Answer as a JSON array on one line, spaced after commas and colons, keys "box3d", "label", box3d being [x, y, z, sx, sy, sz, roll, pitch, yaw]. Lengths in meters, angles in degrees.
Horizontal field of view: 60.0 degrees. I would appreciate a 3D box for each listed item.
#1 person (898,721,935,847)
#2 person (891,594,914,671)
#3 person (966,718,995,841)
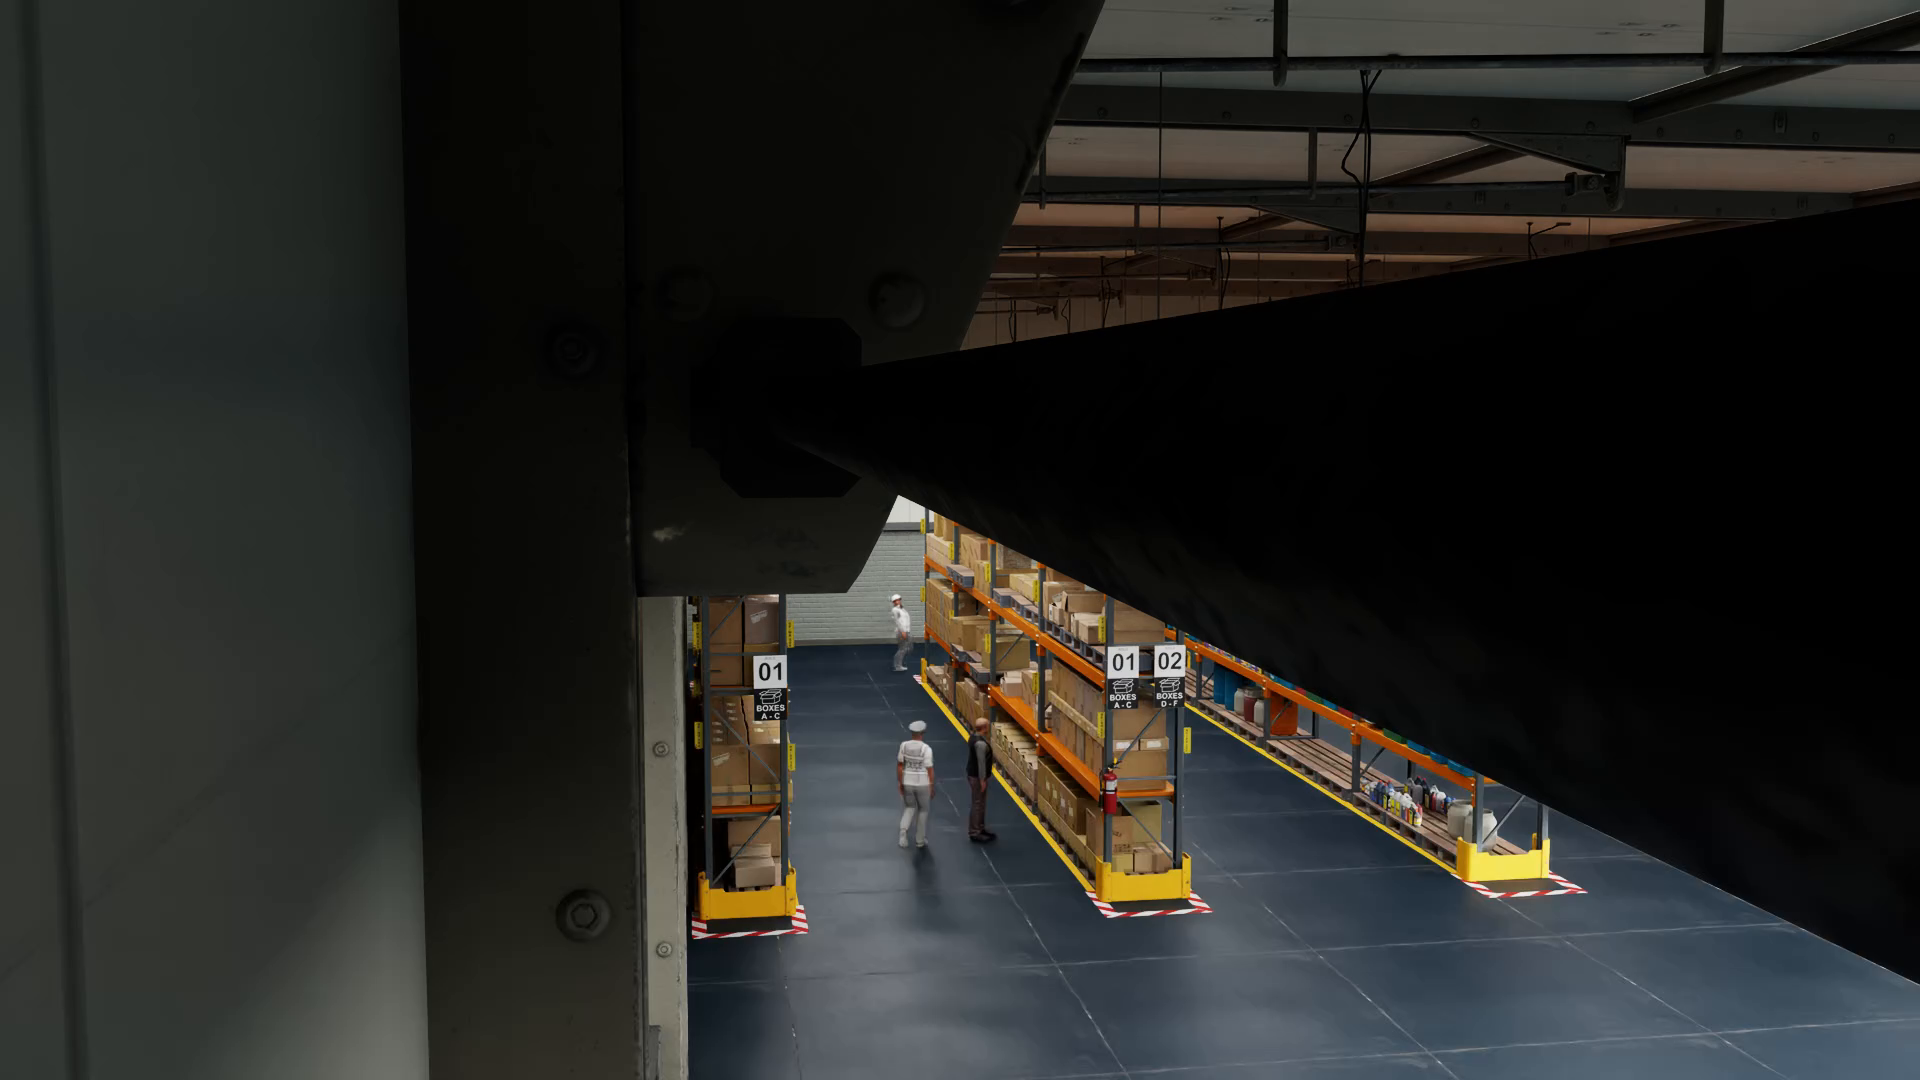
[{"box3d": [-0.619, 3.399, 23.120, 0.549, 1.764, 0.550, 2, 6, 24], "label": "person"}, {"box3d": [-1.314, 2.116, 37.894, 0.522, 1.742, 0.590, 0, 5, -1], "label": "person"}, {"box3d": [0.298, 3.389, 23.627, 0.413, 1.732, 0.557, -1, 5, -7], "label": "person"}]
